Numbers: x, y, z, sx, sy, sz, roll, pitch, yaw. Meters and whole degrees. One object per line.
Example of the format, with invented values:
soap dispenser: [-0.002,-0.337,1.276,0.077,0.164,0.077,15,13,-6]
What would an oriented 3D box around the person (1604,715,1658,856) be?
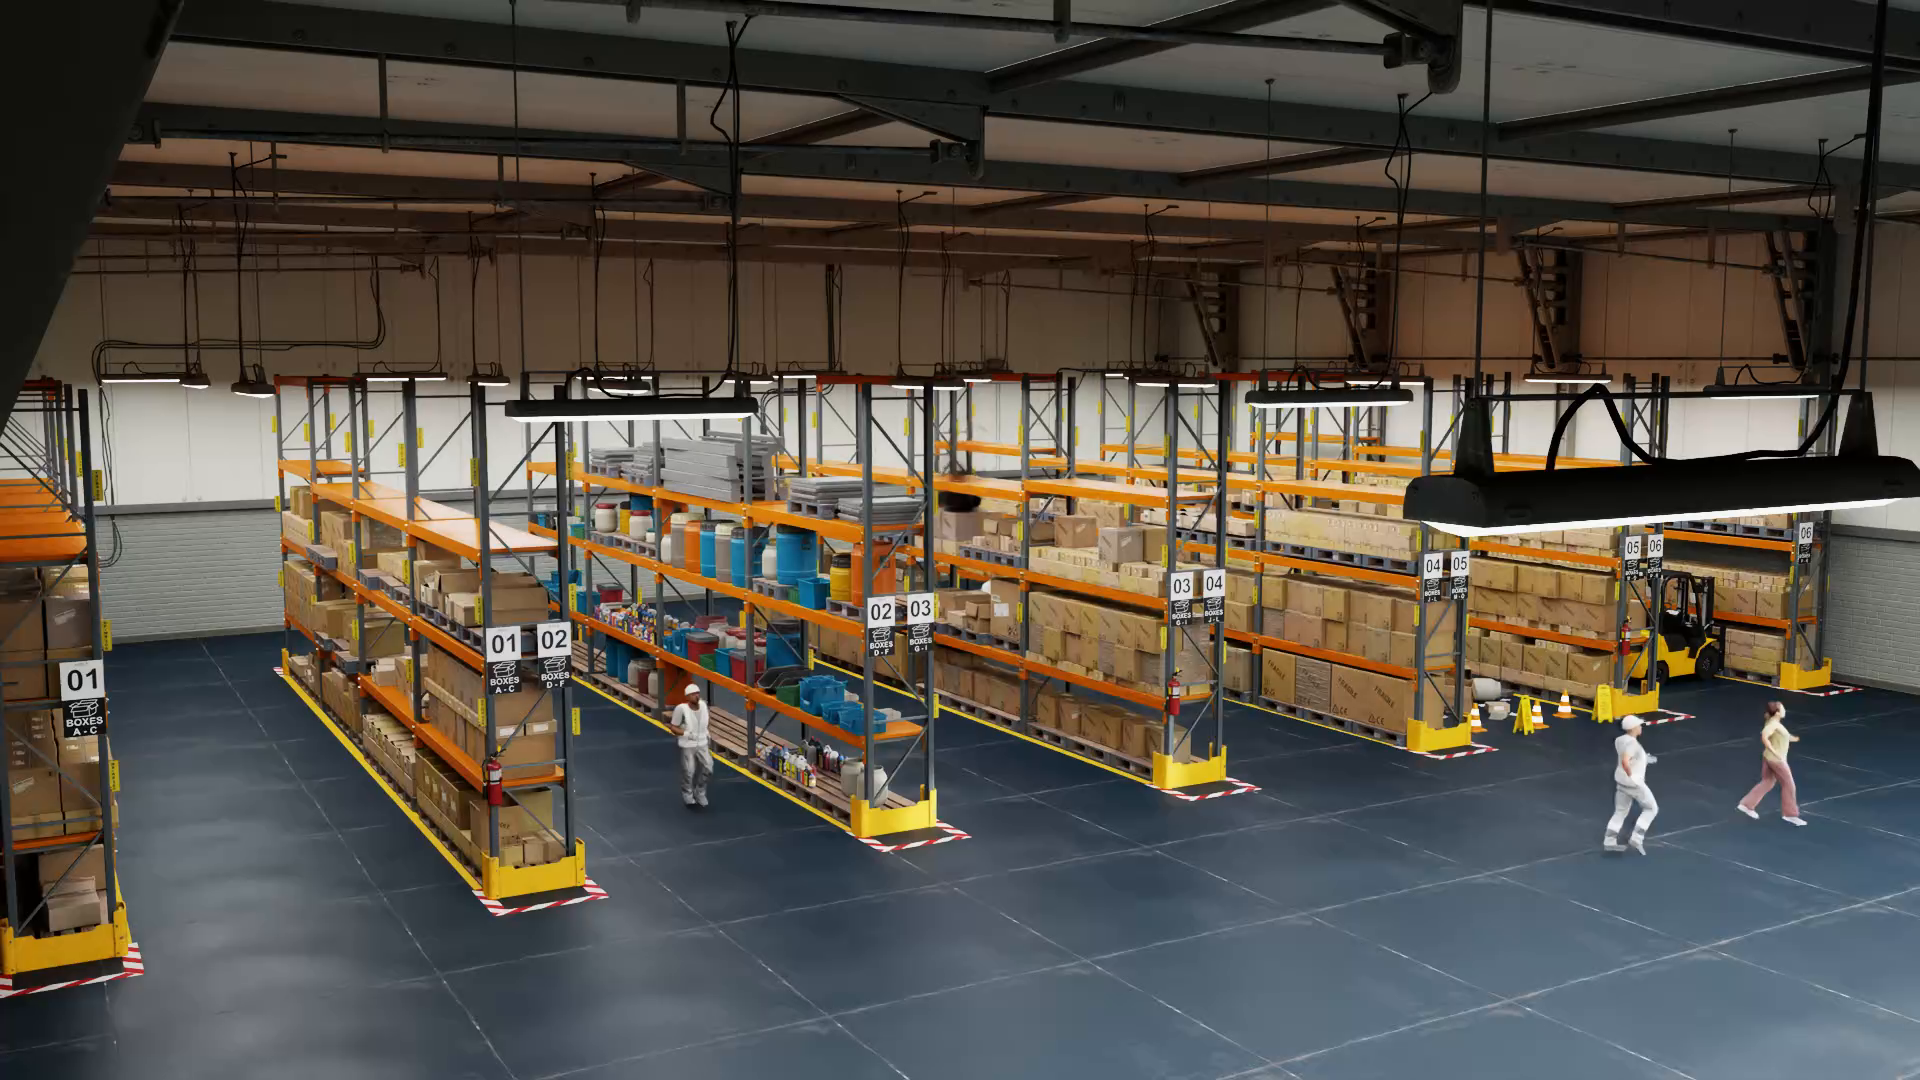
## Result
person: [8.572,3.127,21.185,0.688,1.809,0.650,-1,6,-9]

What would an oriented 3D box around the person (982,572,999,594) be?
person: [0.746,1.531,35.673,0.678,1.829,0.924,-3,7,-26]

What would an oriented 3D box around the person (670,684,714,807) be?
person: [-3.728,2.903,23.356,0.671,1.777,0.675,-4,7,-32]

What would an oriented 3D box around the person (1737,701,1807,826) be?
person: [11.041,3.010,22.544,0.870,1.686,0.573,1,6,10]

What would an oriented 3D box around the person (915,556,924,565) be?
person: [-1.182,0.963,41.770,0.839,1.647,0.643,-2,7,-21]
